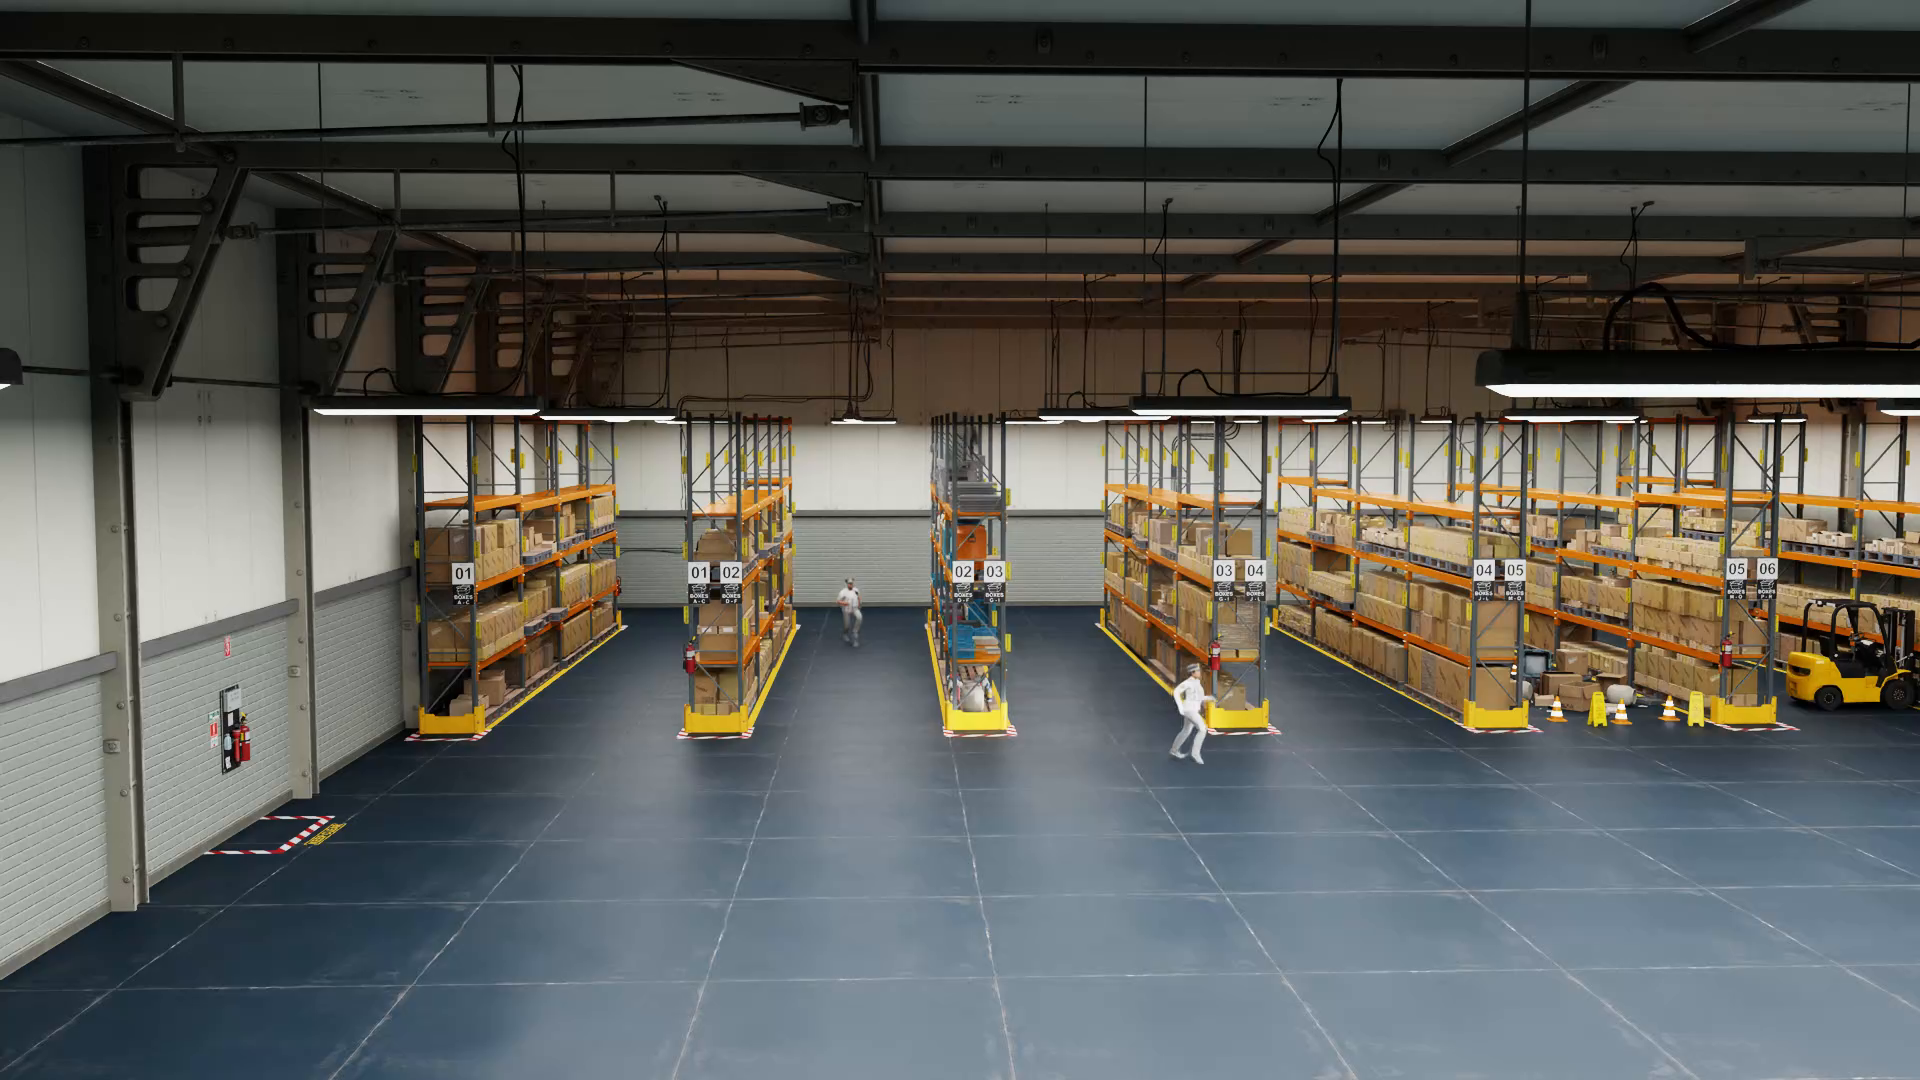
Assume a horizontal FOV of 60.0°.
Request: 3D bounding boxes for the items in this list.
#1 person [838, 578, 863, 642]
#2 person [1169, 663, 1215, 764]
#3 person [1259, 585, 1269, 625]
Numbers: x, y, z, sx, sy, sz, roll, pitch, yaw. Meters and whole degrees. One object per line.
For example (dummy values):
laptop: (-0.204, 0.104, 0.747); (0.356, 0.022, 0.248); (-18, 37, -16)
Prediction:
person: (-2.866, 1.837, 43.454); (0.665, 1.705, 0.971); (-1, 4, -18)
person: (3.960, 2.954, 28.350); (0.798, 1.738, 0.572); (2, 4, 23)
person: (8.002, 1.849, 44.882); (0.705, 1.730, 1.038); (0, 4, -6)
